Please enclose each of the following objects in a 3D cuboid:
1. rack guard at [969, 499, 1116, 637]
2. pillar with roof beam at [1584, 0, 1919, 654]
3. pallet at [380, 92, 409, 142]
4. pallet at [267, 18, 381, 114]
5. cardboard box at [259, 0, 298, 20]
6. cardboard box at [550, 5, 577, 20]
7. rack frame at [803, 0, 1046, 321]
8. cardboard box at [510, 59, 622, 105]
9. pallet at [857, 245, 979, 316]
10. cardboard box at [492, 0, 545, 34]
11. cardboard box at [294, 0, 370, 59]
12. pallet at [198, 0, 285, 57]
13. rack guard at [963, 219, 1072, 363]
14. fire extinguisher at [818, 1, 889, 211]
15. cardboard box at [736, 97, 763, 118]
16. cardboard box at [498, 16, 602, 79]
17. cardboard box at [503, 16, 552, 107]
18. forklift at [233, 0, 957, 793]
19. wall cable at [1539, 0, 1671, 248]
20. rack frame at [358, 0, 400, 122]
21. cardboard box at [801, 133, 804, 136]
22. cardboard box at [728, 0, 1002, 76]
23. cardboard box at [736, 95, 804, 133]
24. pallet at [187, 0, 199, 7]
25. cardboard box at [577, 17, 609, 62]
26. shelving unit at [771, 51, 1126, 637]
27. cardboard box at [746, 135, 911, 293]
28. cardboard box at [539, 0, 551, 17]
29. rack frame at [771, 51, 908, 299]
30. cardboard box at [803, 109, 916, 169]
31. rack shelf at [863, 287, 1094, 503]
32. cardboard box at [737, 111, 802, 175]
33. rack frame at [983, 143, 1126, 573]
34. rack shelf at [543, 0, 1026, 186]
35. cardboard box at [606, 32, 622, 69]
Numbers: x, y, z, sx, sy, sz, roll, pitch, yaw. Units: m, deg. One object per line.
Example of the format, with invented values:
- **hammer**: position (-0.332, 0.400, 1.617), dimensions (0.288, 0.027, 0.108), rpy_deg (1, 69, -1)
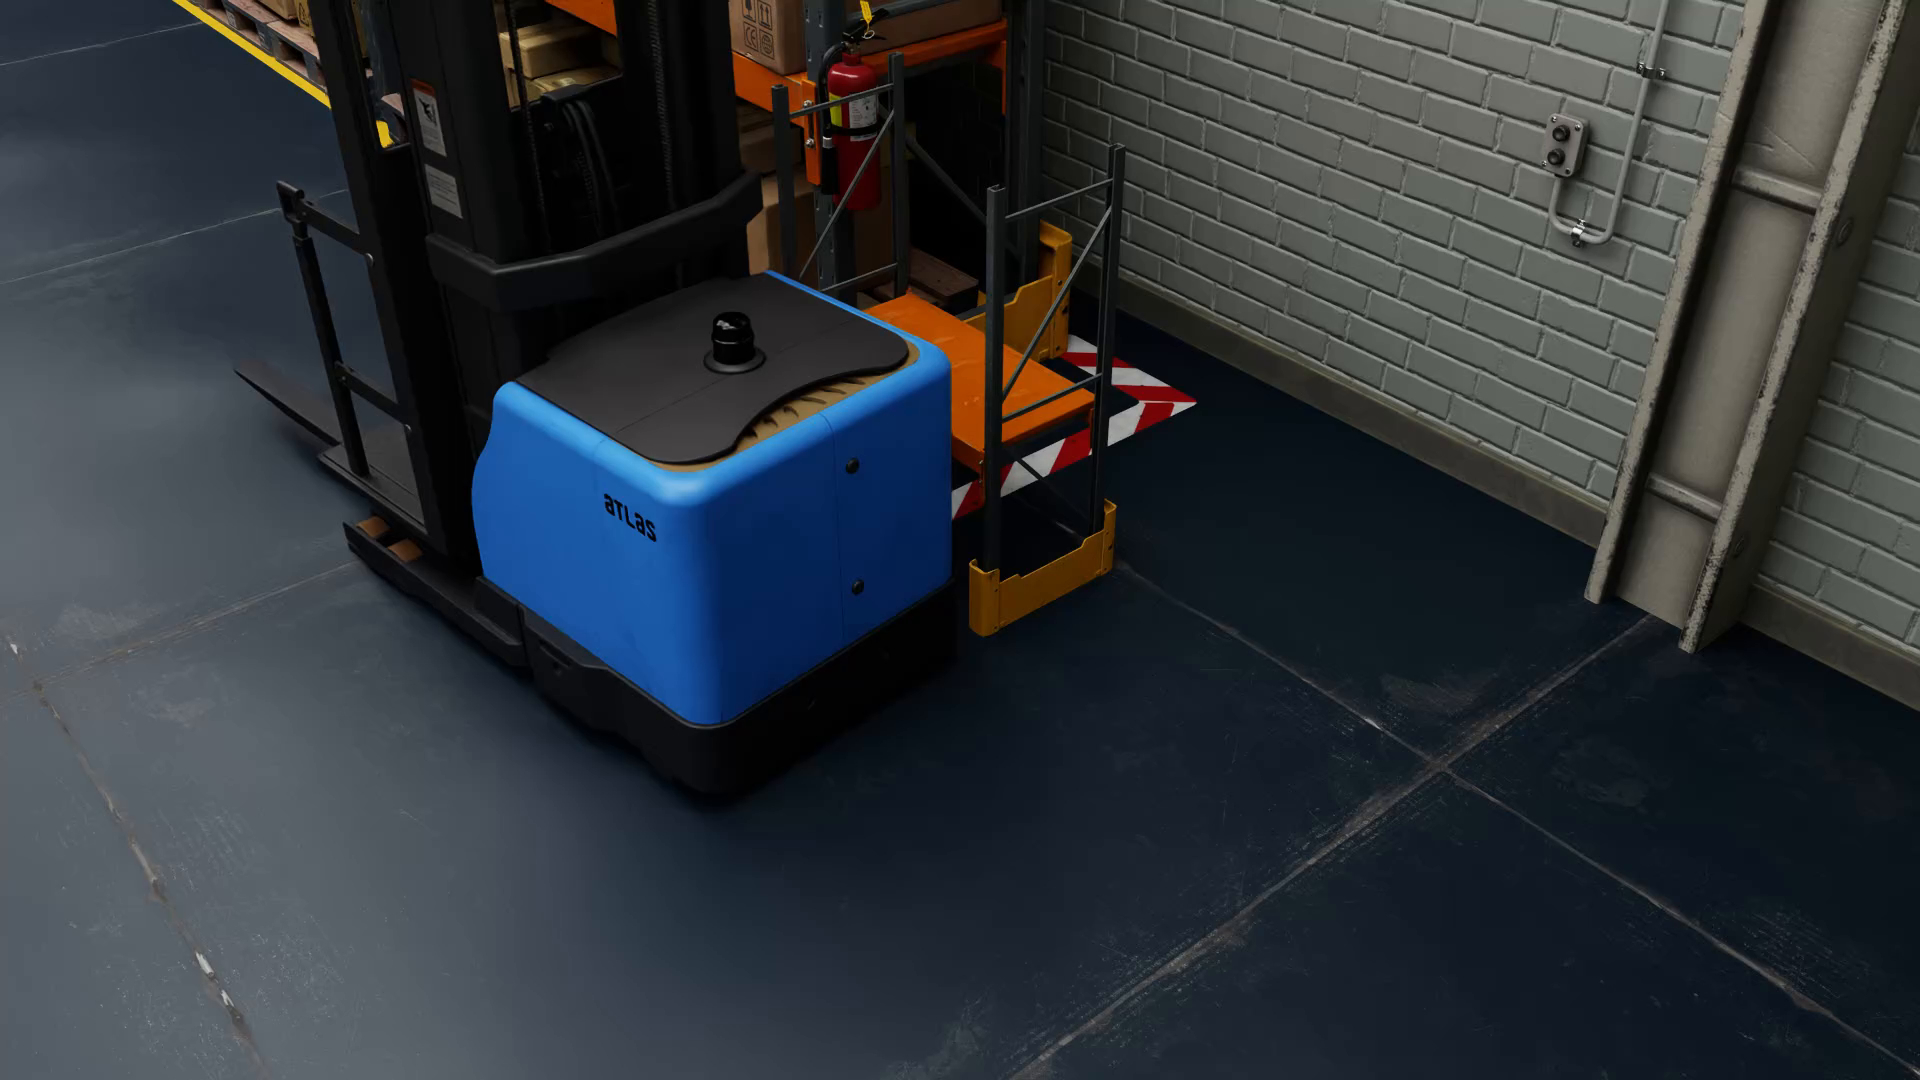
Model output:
- **rack guard**: position (0.272, 0.084, 5.415), dimensions (0.587, 0.250, 0.087), rpy_deg (-26, 43, -32)
- **pillar with roof beam**: position (-0.988, -1.850, 0.576), dimensions (9.100, 9.000, 0.400), rpy_deg (-26, 43, -32)
- **pallet**: position (-2.253, -2.140, 8.589), dimensions (1.003, 0.211, 1.213), rpy_deg (-26, 43, -32)
- **pallet**: position (-3.239, -2.817, 9.545), dimensions (1.003, 0.211, 1.213), rpy_deg (-26, 43, -32)
- **cardboard box**: position (-3.778, -3.567, 9.687), dimensions (0.750, 0.750, 0.750), rpy_deg (-25, 42, -30)
- **cardboard box**: position (-1.709, -2.480, 7.895), dimensions (0.380, 0.149, 0.250), rpy_deg (-28, 44, -33)
- **rack frame**: position (-0.102, -1.877, 5.804), dimensions (1.000, 3.000, 0.127), rpy_deg (-26, 43, -32)
- **cardboard box**: position (-1.628, -1.975, 7.743), dimensions (0.700, 0.500, 0.500), rpy_deg (-25, 42, -31)
- **pallet**: position (-0.678, -1.062, 7.068), dimensions (1.003, 0.211, 1.213), rpy_deg (-26, 43, -32)
- **cardboard box**: position (-2.198, -2.471, 7.882), dimensions (0.380, 0.149, 0.250), rpy_deg (-24, 42, -30)
- **cardboard box**: position (-3.203, -3.175, 9.135), dimensions (0.750, 0.750, 0.750), rpy_deg (-25, 43, -31)
- **pallet**: position (-4.031, -3.356, 10.306), dimensions (1.003, 0.211, 1.213), rpy_deg (-26, 43, -32)
- **rack guard**: position (-0.087, -0.846, 6.512), dimensions (1.175, 0.500, 0.348), rpy_deg (-26, 43, -32)
- **fire extinguisher**: position (-0.358, -1.454, 5.598), dimensions (0.296, 0.674, 0.183), rpy_deg (-26, 43, -32)
- **cardboard box**: position (-1.018, -1.666, 6.745), dimensions (0.380, 0.149, 0.250), rpy_deg (-25, 42, -31)
- **cardboard box**: position (-1.861, -2.241, 7.557), dimensions (0.380, 0.149, 0.250), rpy_deg (-27, 44, -33)
- **cardboard box**: position (-1.958, -2.203, 8.064), dimensions (0.700, 0.500, 0.500), rpy_deg (-26, 43, -32)
- **forklift**: position (-1.428, -1.226, 4.945), dimensions (3.031, 2.935, 1.130), rpy_deg (28, 44, 34)
- **wall cable**: position (1.446, -2.079, 5.211), dimensions (0.084, 1.984, 1.851), rpy_deg (-26, 43, -32)
- **rack frame**: position (-2.684, -3.643, 8.298), dimensions (1.000, 3.000, 0.127), rpy_deg (-26, 43, -32)
- **cardboard box**: position (-0.954, -1.521, 7.101), dimensions (0.700, 0.500, 0.500), rpy_deg (-26, 43, -32)
- **cardboard box**: position (-0.439, -2.220, 6.030), dimensions (0.980, 0.700, 0.700), rpy_deg (-24, 42, -30)
- **cardboard box**: position (-0.725, -1.807, 6.944), dimensions (0.380, 0.149, 0.250), rpy_deg (-26, 43, -32)
- **pallet**: position (-4.814, -3.895, 11.066), dimensions (1.003, 0.211, 1.213), rpy_deg (-26, 43, -32)
- **cardboard box**: position (-1.547, -2.368, 7.737), dimensions (0.380, 0.149, 0.250), rpy_deg (-26, 43, -31)
- **shelving unit**: position (-0.049, -0.646, 5.364), dimensions (0.587, 1.500, 1.083), rpy_deg (-26, 43, -32)
- **cardboard box**: position (-0.631, -1.300, 6.789), dimensions (0.700, 0.500, 0.500), rpy_deg (-26, 43, -32)
- **cardboard box**: position (-2.279, -2.426, 8.379), dimensions (0.700, 0.500, 0.500), rpy_deg (-25, 43, -31)
- **rack frame**: position (-0.383, -0.874, 5.687), dimensions (0.500, 1.500, 0.032), rpy_deg (-26, 43, -32)
- **cardboard box**: position (-0.397, -1.584, 6.629), dimensions (0.380, 0.149, 0.250), rpy_deg (-26, 43, -31)
- **rack shelf**: position (-0.055, -0.503, 5.474), dimensions (0.538, 0.185, 1.000), rpy_deg (-26, 43, -32)
- **cardboard box**: position (-0.853, -1.553, 6.586), dimensions (0.380, 0.149, 0.250), rpy_deg (-27, 43, -32)
- **rack frame**: position (0.273, -0.425, 5.053), dimensions (0.500, 1.500, 0.032), rpy_deg (-26, 43, -32)
- **rack shelf**: position (-1.393, -2.466, 7.259), dimensions (1.077, 0.370, 4.000), rpy_deg (-26, 43, -32)
- **cardboard box**: position (-1.380, -2.255, 7.577), dimensions (0.380, 0.149, 0.250), rpy_deg (-27, 43, -33)
